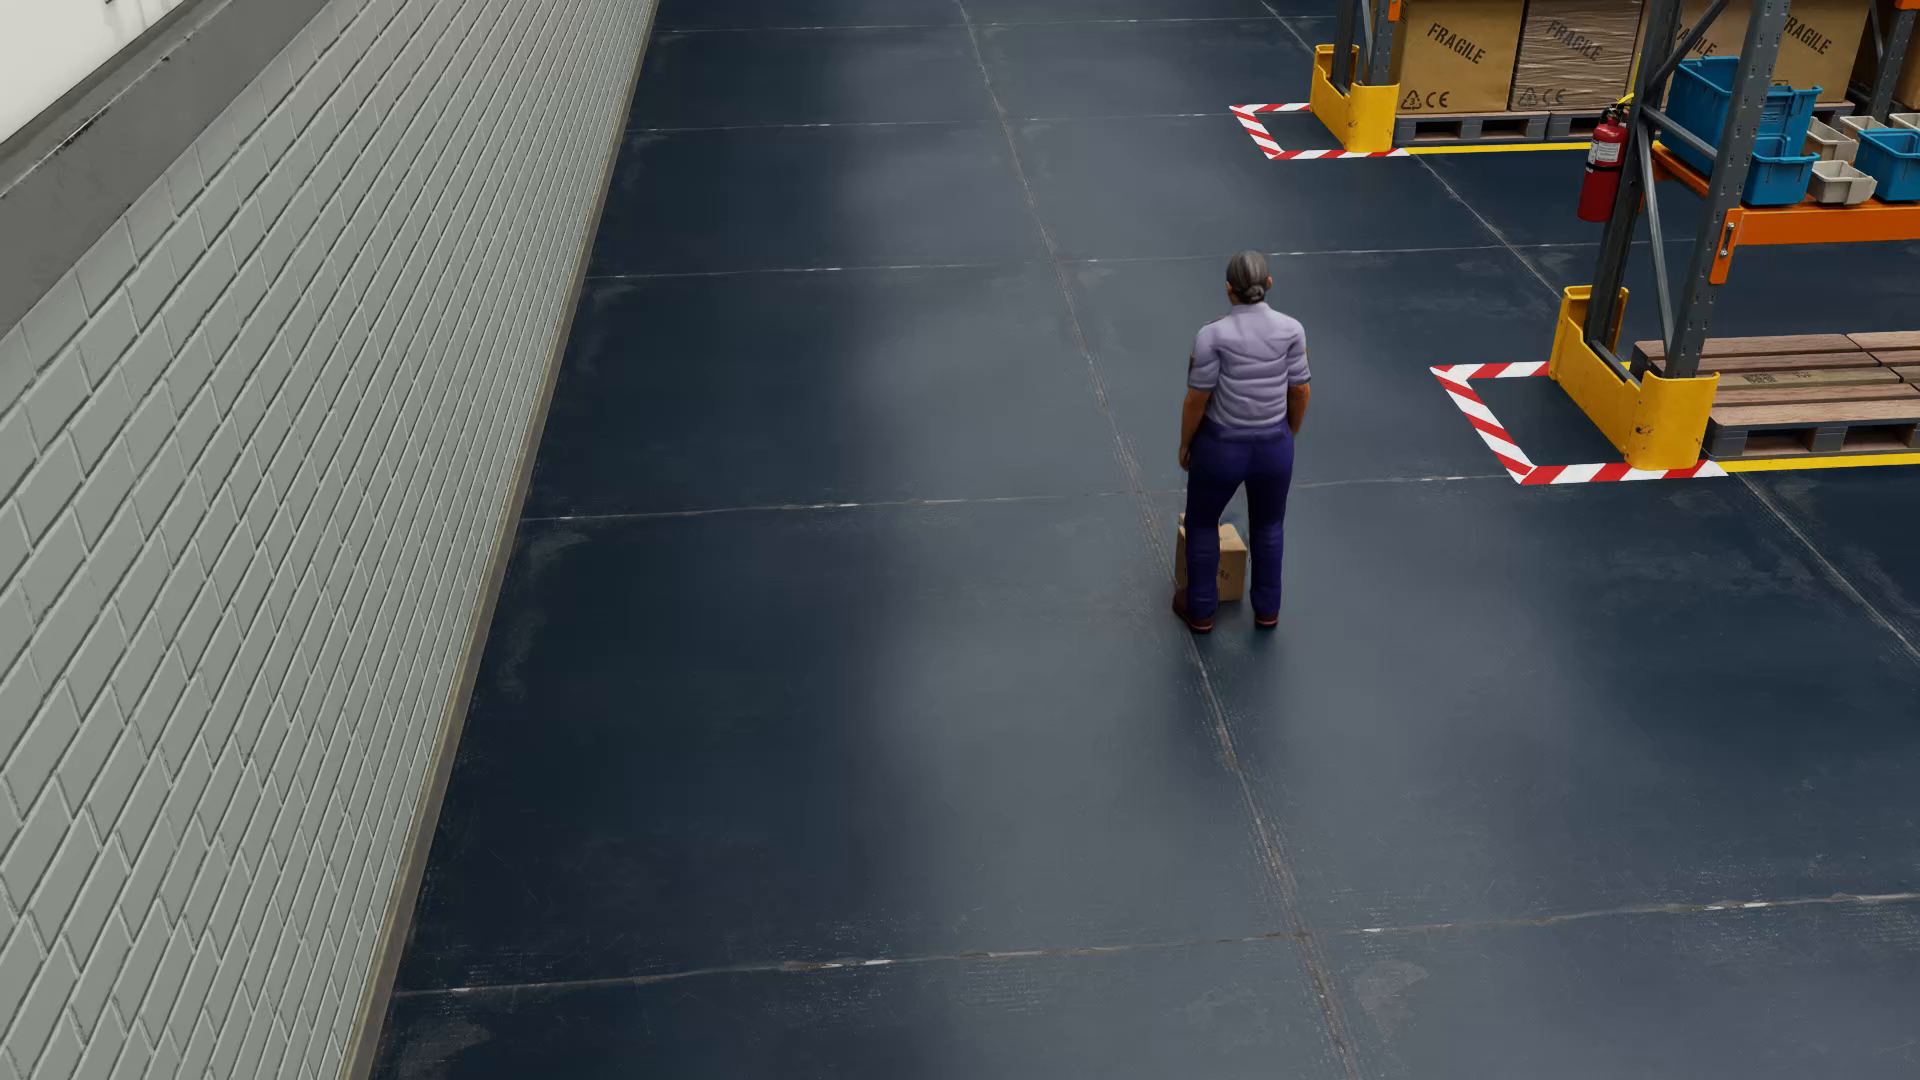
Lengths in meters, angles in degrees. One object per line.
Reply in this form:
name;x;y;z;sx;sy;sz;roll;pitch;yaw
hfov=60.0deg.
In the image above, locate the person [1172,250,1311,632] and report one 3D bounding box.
person;1.144;-0.364;6.753;0.537;1.638;0.369;-4;31;-6
